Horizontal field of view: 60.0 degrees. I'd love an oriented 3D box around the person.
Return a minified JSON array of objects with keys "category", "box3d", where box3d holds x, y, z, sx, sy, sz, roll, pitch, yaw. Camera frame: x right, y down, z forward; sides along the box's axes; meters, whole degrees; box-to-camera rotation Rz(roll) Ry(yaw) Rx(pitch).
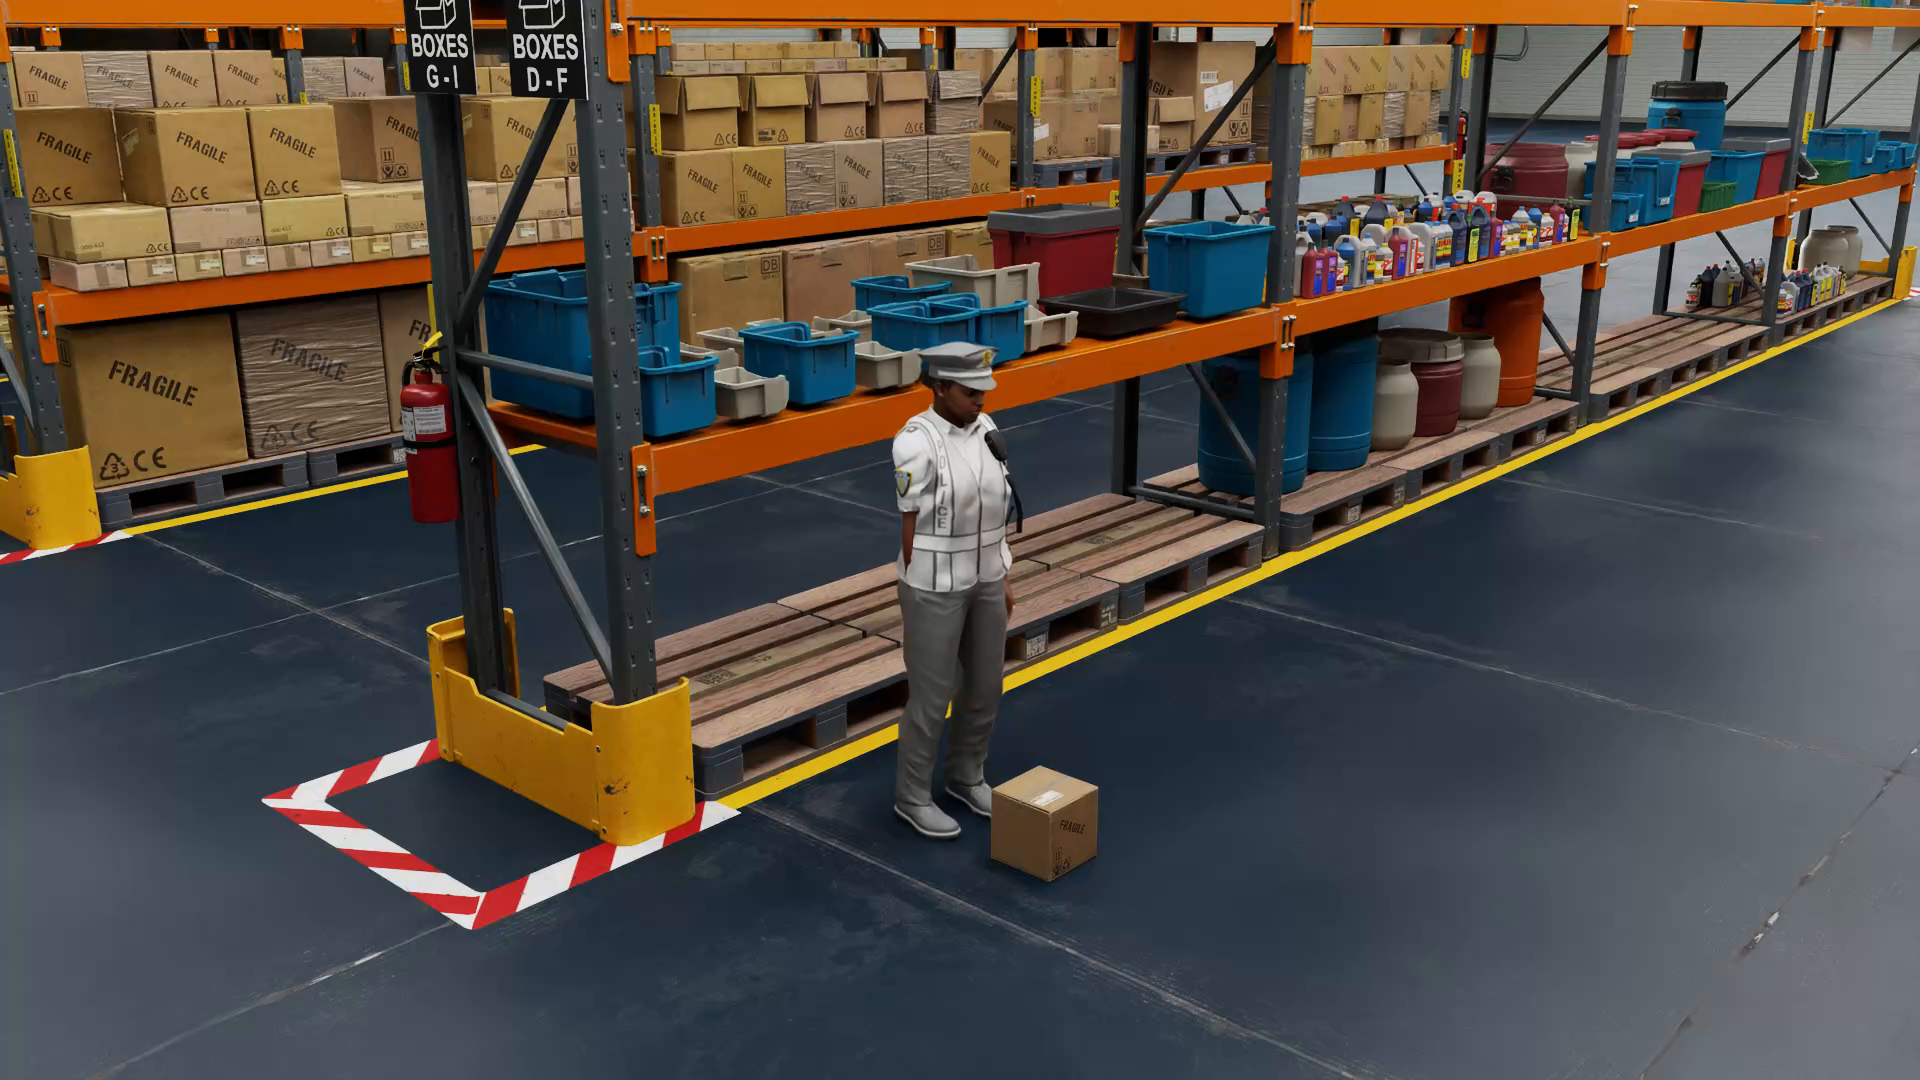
[{"category":"person","box3d":[-0.005,0.161,5.555,0.438,1.658,0.341,-14,22,-39]}]
